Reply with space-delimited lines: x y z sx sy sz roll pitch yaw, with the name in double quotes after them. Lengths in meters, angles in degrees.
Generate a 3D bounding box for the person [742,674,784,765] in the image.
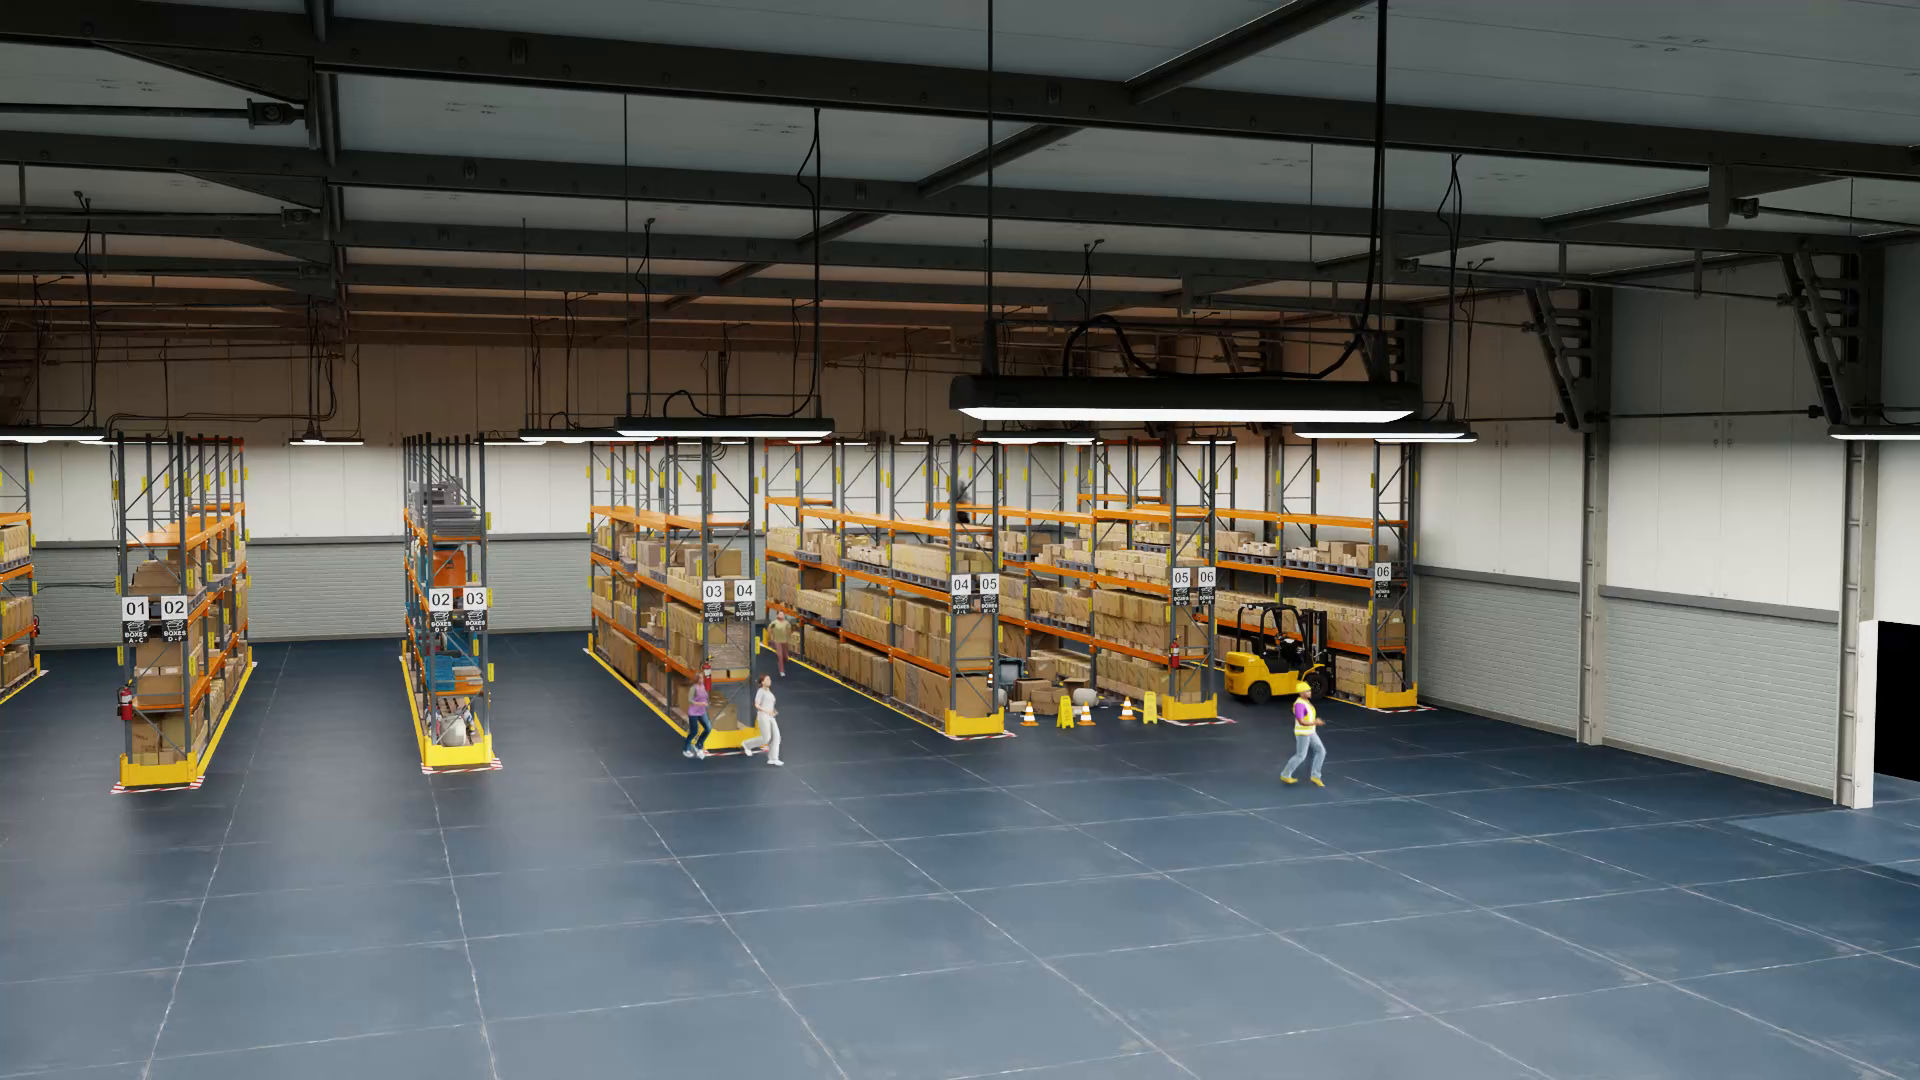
-3.557 3.239 30.092 0.807 1.656 0.579 1 3 19 "person"

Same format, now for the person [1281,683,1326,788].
5.826 3.303 28.123 0.757 1.802 0.707 2 4 27 "person"

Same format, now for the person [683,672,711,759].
-4.825 3.233 30.607 0.652 1.613 0.532 2 4 33 "person"

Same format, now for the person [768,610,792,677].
-4.503 2.572 41.783 0.586 1.645 0.914 -1 3 -20 "person"
